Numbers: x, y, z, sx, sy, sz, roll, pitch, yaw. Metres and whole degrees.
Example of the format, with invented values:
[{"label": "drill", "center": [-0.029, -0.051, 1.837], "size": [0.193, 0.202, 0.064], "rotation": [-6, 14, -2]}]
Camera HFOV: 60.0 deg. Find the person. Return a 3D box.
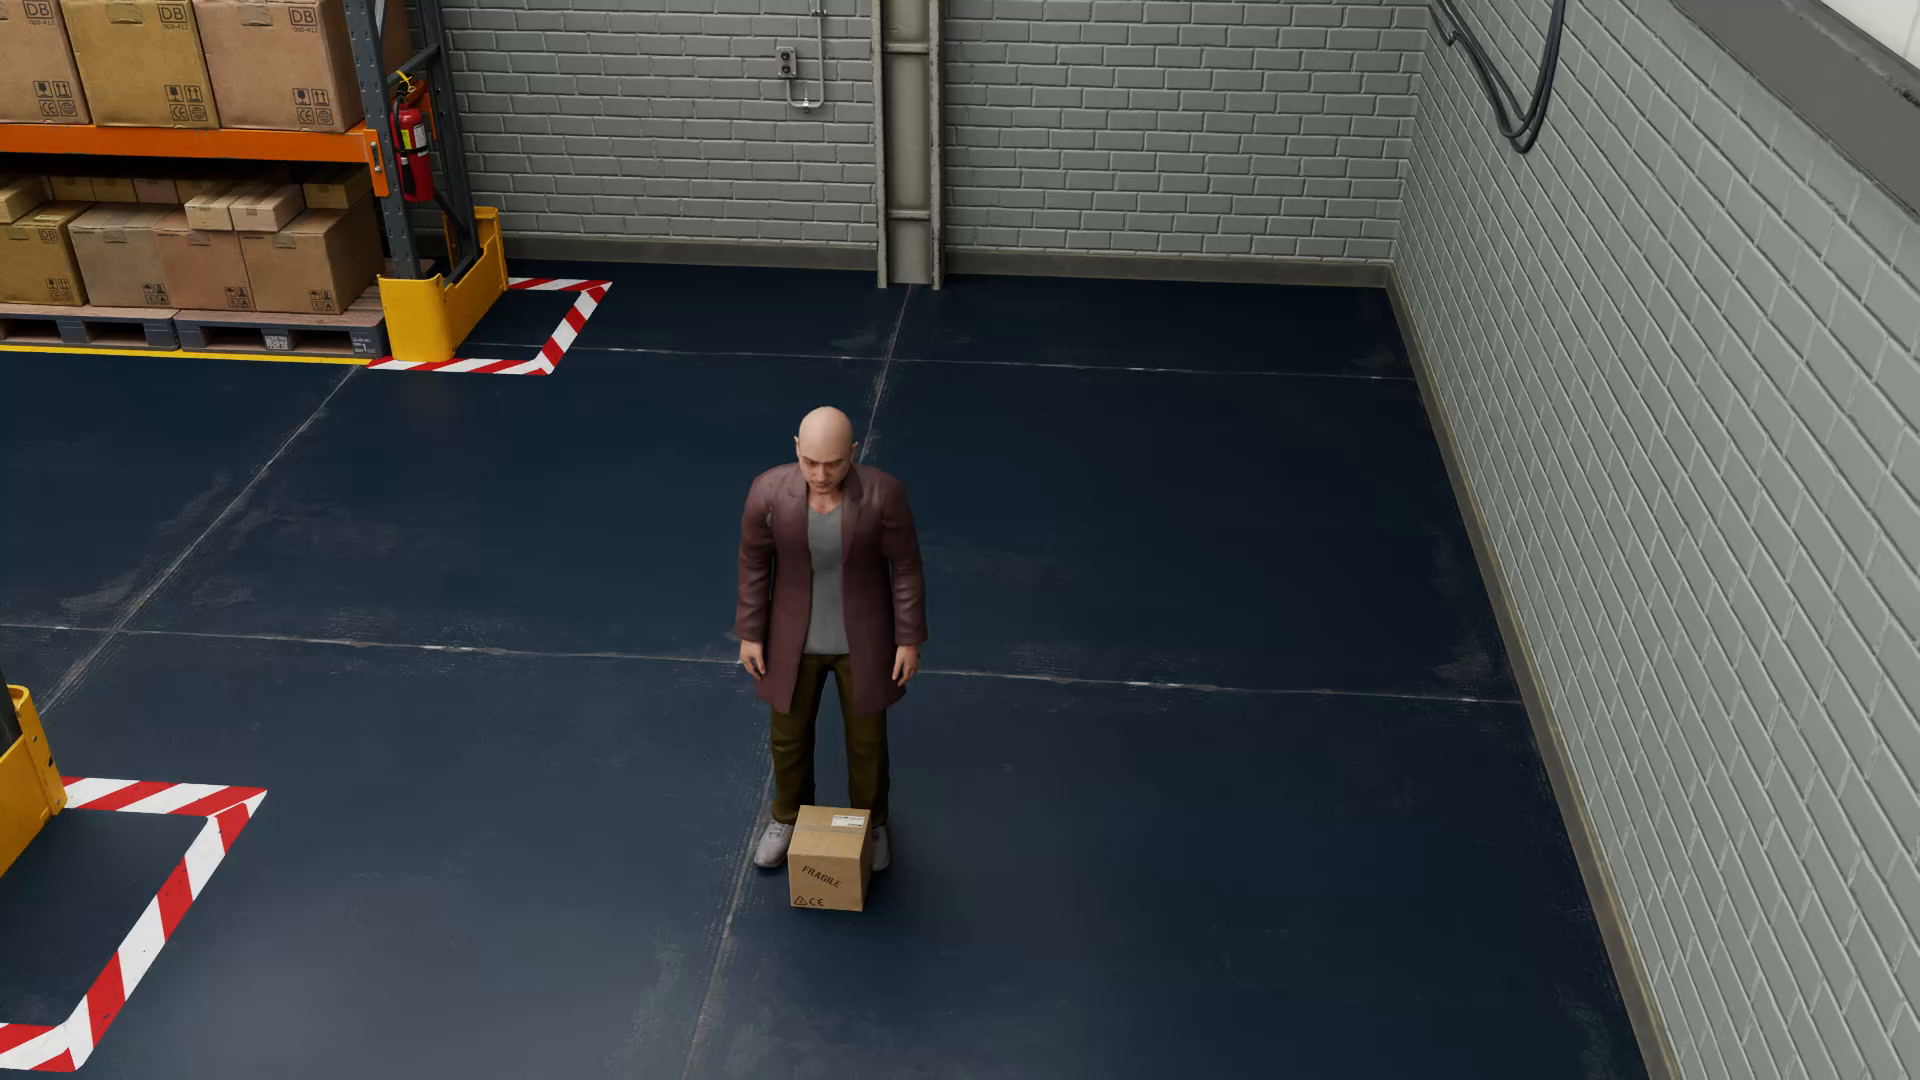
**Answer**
[{"label": "person", "center": [-0.433, 0.331, 5.610], "size": [0.653, 1.774, 0.416], "rotation": [2, 32, 3]}]
